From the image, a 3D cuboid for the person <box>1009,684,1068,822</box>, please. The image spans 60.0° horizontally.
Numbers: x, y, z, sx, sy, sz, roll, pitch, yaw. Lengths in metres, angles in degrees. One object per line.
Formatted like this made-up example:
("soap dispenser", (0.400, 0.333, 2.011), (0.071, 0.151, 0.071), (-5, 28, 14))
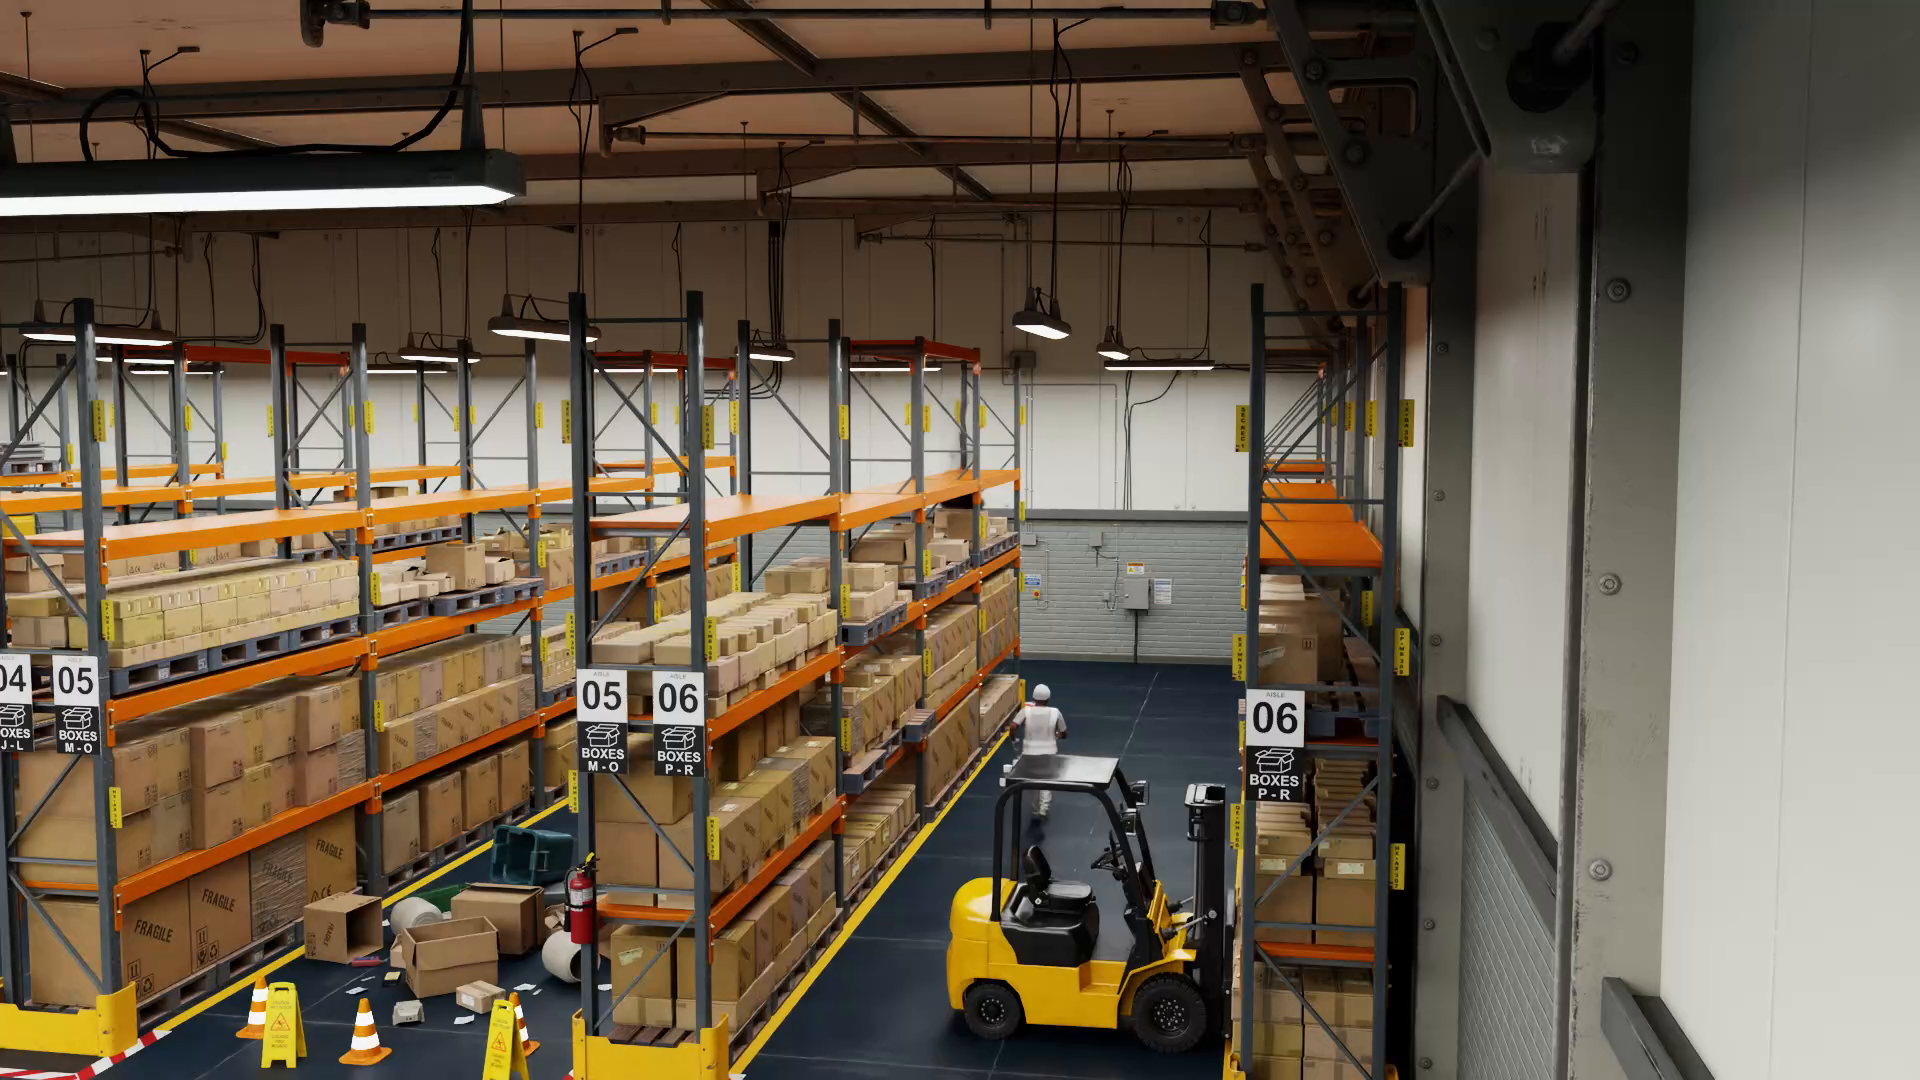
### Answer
("person", (0.980, 2.644, 20.396), (0.677, 1.776, 0.986), (1, 5, 7))
